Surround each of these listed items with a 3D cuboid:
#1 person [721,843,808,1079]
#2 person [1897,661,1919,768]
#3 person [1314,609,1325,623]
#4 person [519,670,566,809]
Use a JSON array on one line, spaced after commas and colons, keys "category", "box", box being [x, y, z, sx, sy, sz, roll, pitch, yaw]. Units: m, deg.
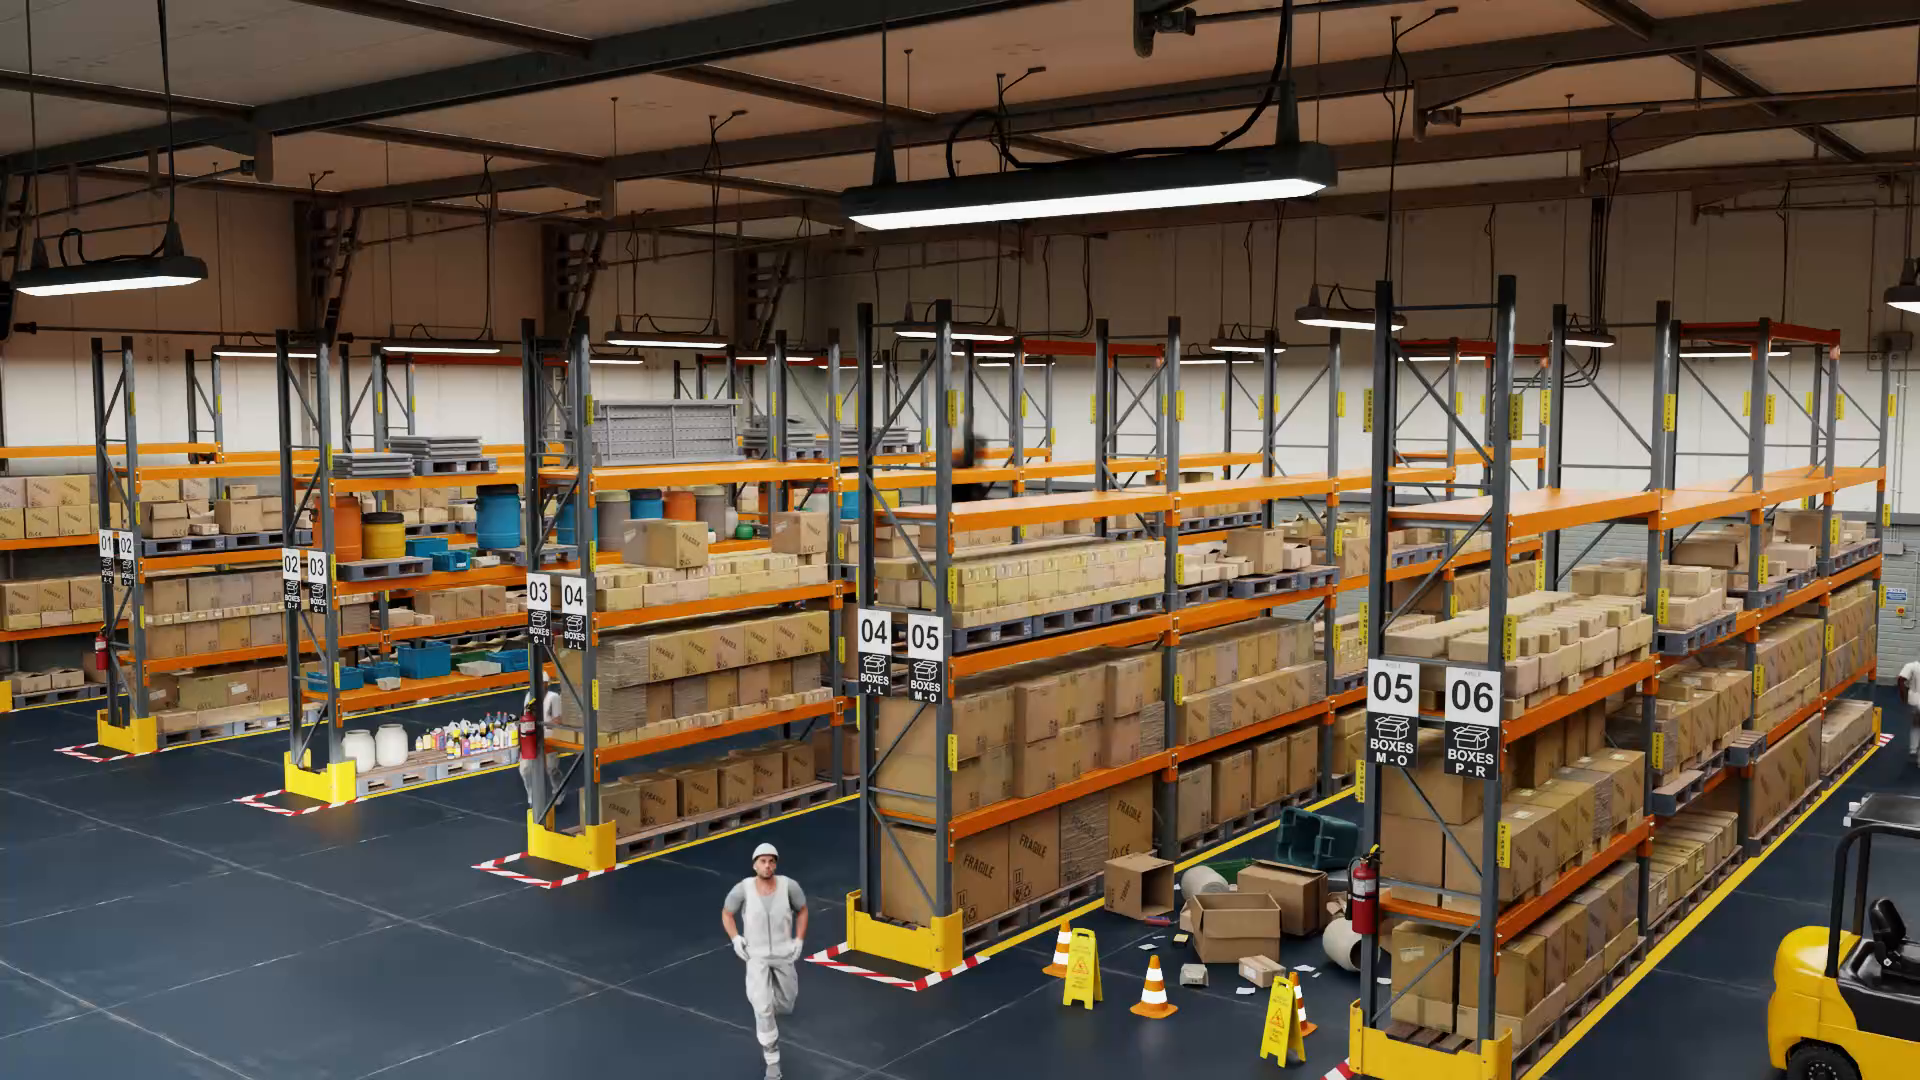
[{"category": "person", "box": [-1.496, 3.197, 12.860, 0.661, 1.747, 0.850, -2, 5, -17]}, {"category": "person", "box": [13.405, 2.286, 23.081, 0.666, 1.751, 0.670, 4, 6, 37]}, {"category": "person", "box": [5.795, 1.990, 26.448, 0.673, 1.834, 0.914, 5, 7, 44]}, {"category": "person", "box": [-5.168, 2.499, 20.490, 0.659, 1.821, 0.835, 1, 5, 14]}]
